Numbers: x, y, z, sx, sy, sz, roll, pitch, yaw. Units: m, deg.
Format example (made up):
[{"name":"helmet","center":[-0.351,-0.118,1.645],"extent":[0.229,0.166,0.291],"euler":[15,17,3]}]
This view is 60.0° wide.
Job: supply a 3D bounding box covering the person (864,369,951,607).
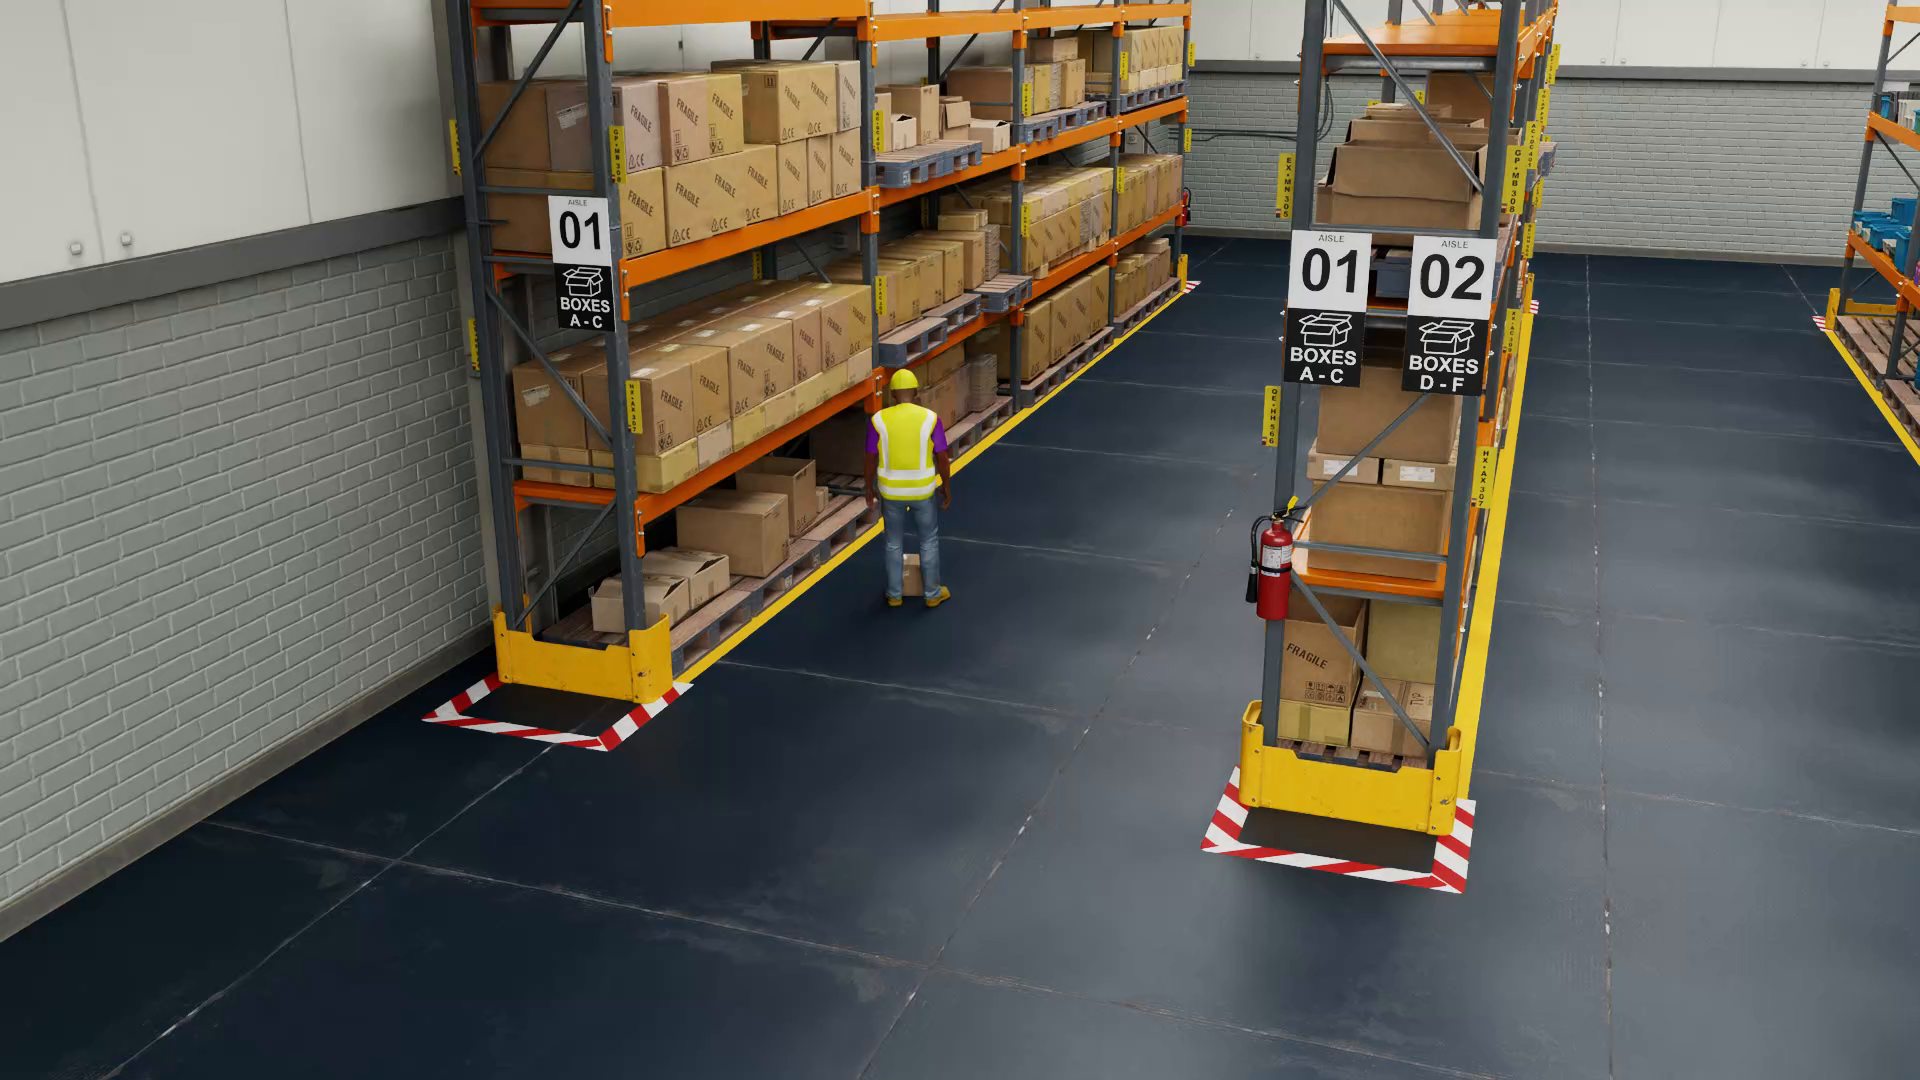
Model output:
[{"name":"person","center":[-0.381,-0.376,12.157],"extent":[0.632,1.759,0.462],"euler":[1,19,3]}]
